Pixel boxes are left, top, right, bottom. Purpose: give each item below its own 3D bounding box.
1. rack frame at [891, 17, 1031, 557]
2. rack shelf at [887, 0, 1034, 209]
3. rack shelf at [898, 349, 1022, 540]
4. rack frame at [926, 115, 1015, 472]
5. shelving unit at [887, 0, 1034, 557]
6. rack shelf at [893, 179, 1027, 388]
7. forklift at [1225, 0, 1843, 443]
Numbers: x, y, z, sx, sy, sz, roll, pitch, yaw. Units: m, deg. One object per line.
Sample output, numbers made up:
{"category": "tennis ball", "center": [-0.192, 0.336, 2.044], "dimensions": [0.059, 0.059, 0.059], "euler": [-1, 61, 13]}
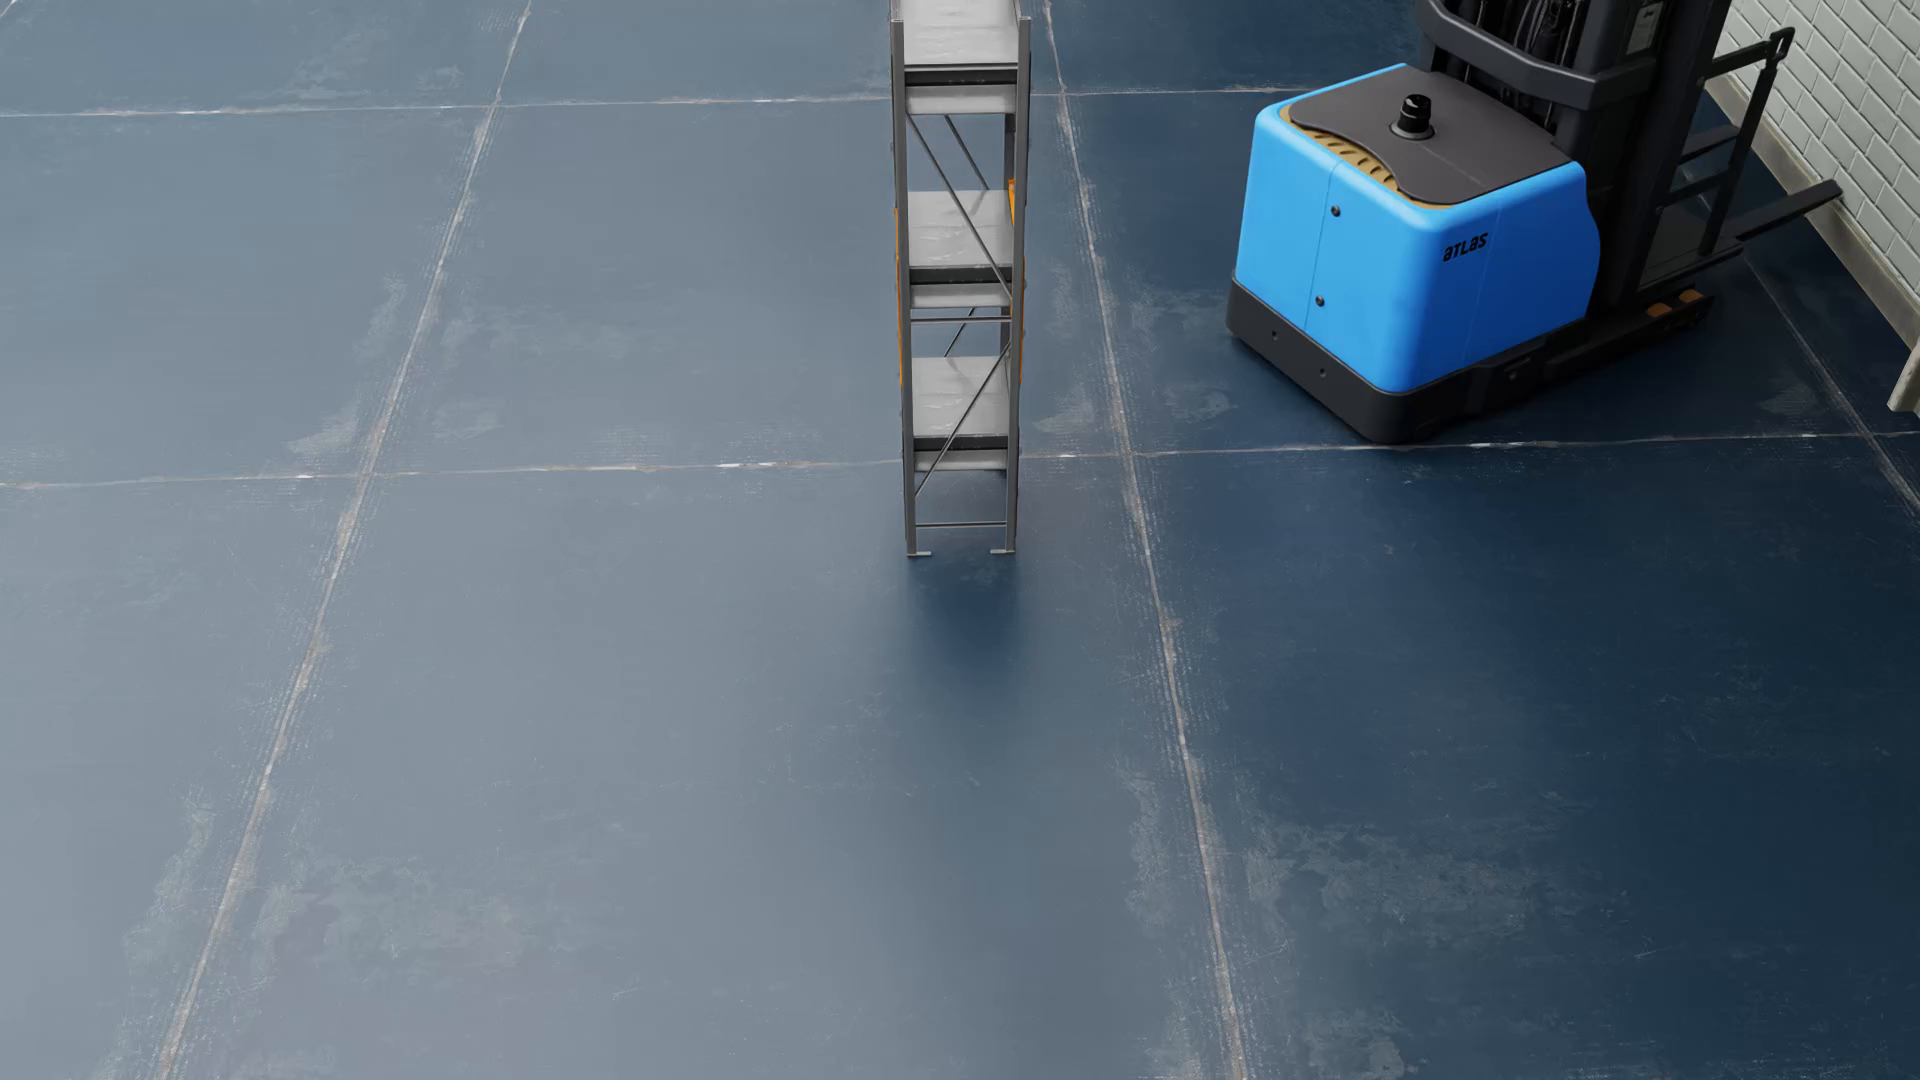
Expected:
{"category": "rack frame", "center": [0.003, -0.721, 5.483], "dimensions": [0.400, 2.100, 0.015], "euler": [-2, 43, -2]}
{"category": "rack shelf", "center": [-0.007, -1.392, 5.199], "dimensions": [0.431, 0.518, 0.480], "euler": [-2, 43, -2]}
{"category": "rack shelf", "center": [-0.007, -0.360, 6.145], "dimensions": [0.431, 0.518, 0.480], "euler": [-2, 43, -2]}
{"category": "rack frame", "center": [-0.017, -1.051, 5.842], "dimensions": [0.400, 2.100, 0.015], "euler": [-2, 43, -2]}
{"category": "shelving unit", "center": [-0.007, -0.886, 5.662], "dimensions": [0.431, 2.100, 0.503], "euler": [-2, 43, -2]}
{"category": "rack shelf", "center": [-0.007, -0.876, 5.672], "dimensions": [0.431, 0.518, 0.480], "euler": [-2, 43, -2]}
{"category": "forklift", "center": [2.669, -2.218, 6.501], "dimensions": [3.031, 2.935, 1.130], "euler": [-23, 47, -23]}
